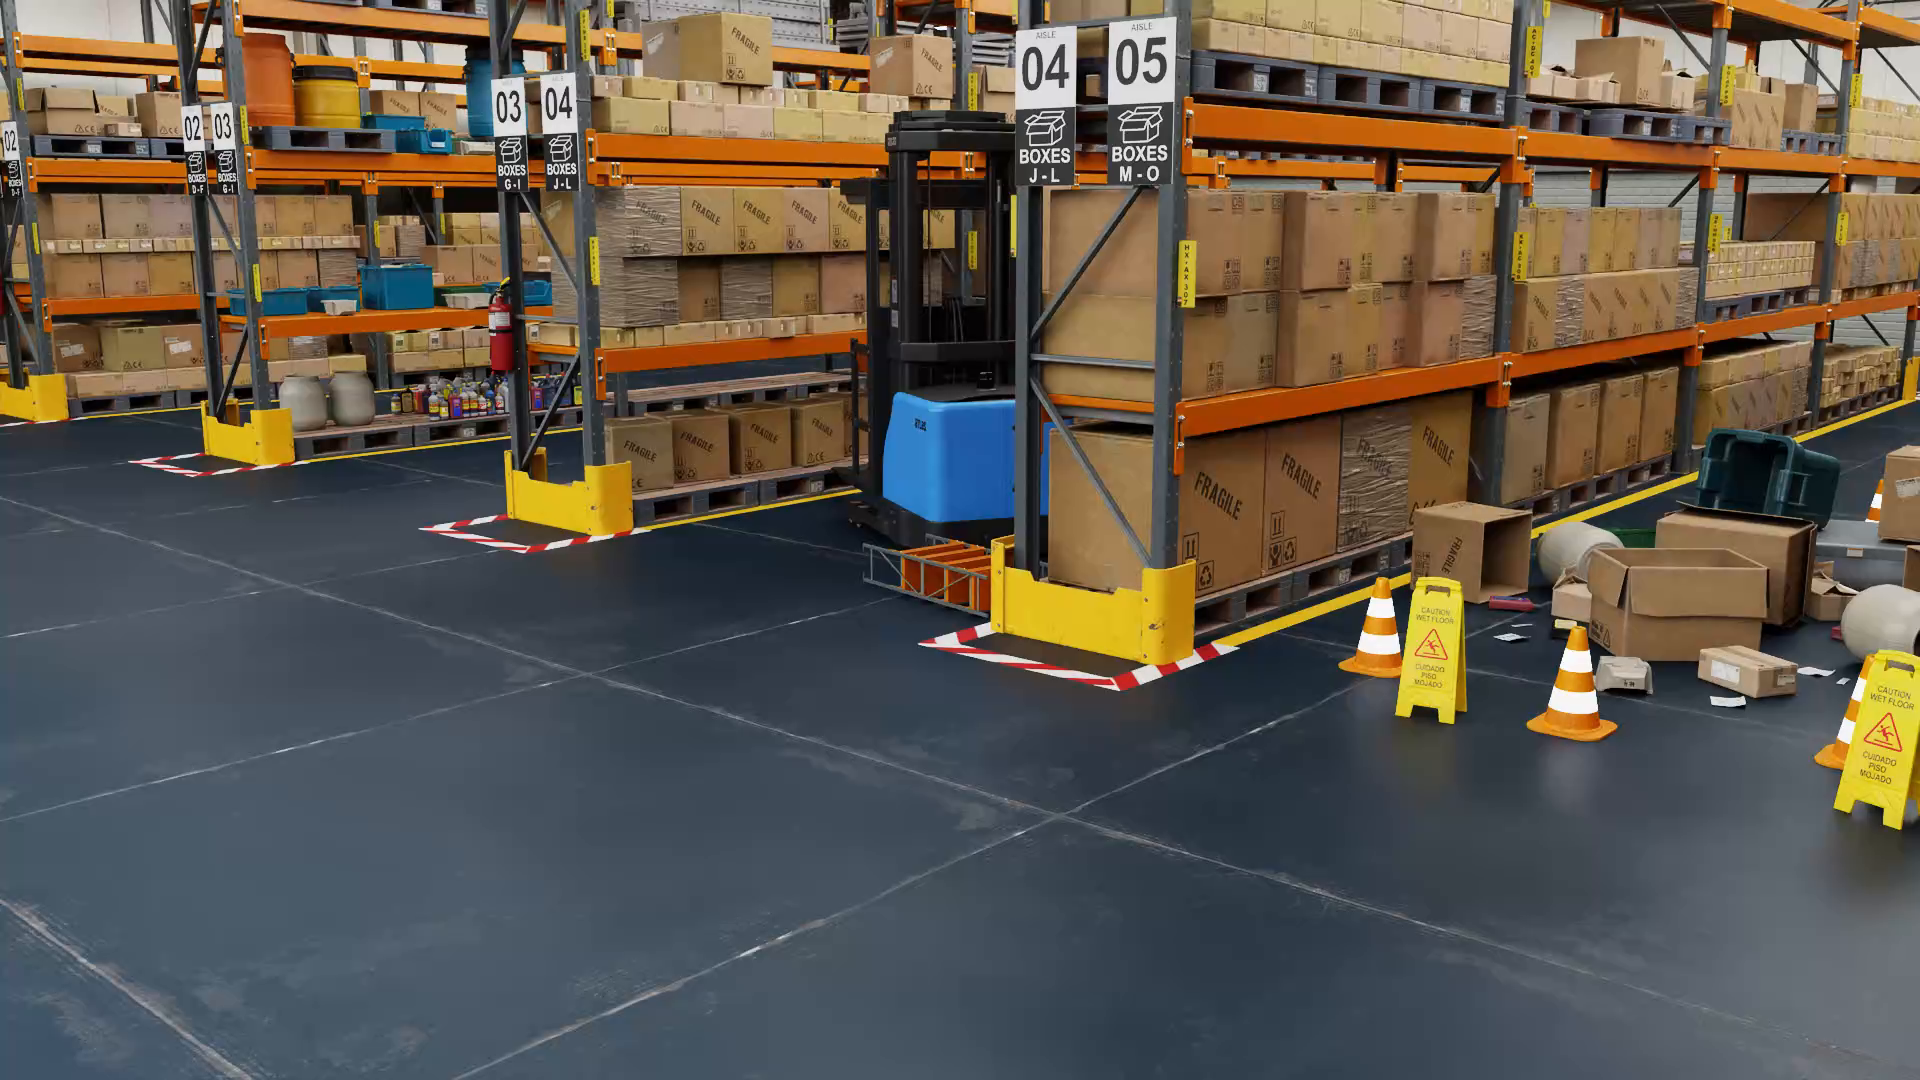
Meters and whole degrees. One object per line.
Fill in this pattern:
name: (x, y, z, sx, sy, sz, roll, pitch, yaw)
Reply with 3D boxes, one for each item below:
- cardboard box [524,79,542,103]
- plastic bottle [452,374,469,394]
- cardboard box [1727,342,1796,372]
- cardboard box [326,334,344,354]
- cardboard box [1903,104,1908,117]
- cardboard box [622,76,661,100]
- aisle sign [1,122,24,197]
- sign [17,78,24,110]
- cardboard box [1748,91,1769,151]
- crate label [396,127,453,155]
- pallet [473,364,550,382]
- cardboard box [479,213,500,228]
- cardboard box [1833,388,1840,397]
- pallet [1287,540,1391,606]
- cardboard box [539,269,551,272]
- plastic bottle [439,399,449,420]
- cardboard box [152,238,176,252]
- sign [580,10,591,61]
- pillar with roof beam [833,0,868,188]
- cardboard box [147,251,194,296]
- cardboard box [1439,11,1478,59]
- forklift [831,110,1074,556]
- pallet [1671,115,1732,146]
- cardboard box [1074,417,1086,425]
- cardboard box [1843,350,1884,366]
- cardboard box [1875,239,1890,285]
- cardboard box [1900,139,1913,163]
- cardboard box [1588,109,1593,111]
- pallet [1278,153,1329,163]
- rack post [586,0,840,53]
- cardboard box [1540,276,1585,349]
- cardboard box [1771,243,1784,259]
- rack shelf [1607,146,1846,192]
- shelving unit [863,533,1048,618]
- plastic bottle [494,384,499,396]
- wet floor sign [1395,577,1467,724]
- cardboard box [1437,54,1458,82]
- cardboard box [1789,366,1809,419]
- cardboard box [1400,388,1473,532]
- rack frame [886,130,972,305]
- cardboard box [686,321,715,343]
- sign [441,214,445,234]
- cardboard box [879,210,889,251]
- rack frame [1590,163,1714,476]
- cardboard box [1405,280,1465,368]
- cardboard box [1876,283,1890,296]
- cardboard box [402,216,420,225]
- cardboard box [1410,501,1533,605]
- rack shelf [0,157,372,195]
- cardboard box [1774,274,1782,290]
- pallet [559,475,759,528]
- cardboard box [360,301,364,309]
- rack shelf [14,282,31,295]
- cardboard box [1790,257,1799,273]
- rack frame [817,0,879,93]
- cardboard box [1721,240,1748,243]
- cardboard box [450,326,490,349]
cardboard box: (-2.998, -3.258, 12.073, 0.380, 0.149, 0.250, 10, 15, 40)
plastic bottle: (-5.277, -1.574, 17.575, 0.144, 0.351, 0.185, 10, 15, 40)
cardboard box: (7.982, -1.825, 16.587, 0.500, 0.250, 0.500, 11, 16, 43)
cardboard box: (-8.287, -2.652, 21.362, 0.500, 0.500, 0.500, 10, 15, 40)
cardboard box: (10.564, -4.889, 18.963, 0.380, 0.149, 0.250, 9, 15, 39)
cardboard box: (-2.348, -3.213, 11.848, 0.380, 0.149, 0.250, 10, 15, 42)
aisle sign: (-10.199, -4.091, 17.899, 0.394, 0.787, 0.004, 10, 15, 40)
sign: (-9.973, -4.731, 17.649, 0.100, 0.325, 0.005, 10, 15, 40)
cardboard box: (6.894, -3.749, 14.910, 0.500, 0.500, 0.500, 10, 15, 40)
crate label: (-5.184, -3.855, 16.076, 0.502, 0.251, 0.408, 10, 15, 40)
pallet: (-6.483, -2.380, 23.090, 1.003, 0.211, 1.213, 10, 15, 40)
cardboard box: (-7.981, -5.368, 27.946, 0.500, 0.250, 0.500, 9, 15, 40)
cardboard box: (9.416, -1.596, 18.250, 0.380, 0.149, 0.250, 10, 15, 40)
pallet: (1.987, 0.133, 10.507, 1.003, 0.211, 1.213, 10, 15, 40)
cardboard box: (-5.904, -3.724, 23.342, 0.250, 0.149, 0.380, -11, 16, -43)
plastic bottle: (-5.168, -1.310, 16.632, 0.097, 0.201, 0.097, 0, 11, 0)
cardboard box: (-9.285, -3.415, 19.238, 0.380, 0.149, 0.250, 9, 14, 38)
sign: (-2.539, -3.414, 11.254, 0.100, 0.325, 0.005, 10, 15, 40)
pillar with roof beam: (0.819, -8.754, 32.564, 9.100, 9.000, 0.548, 10, 15, 40)
cardboard box: (-9.393, -3.132, 19.478, 0.700, 0.500, 0.500, 10, 15, 41)
cardboard box: (2.886, -3.135, 10.386, 0.500, 0.250, 0.500, 10, 15, 40)
forklift: (-0.214, -1.552, 11.999, 1.130, 2.935, 3.031, -4, 12, -20)
pallet: (5.608, -3.382, 13.808, 1.213, 0.211, 1.003, 11, 16, 43)
cardboard box: (0.813, -1.400, 16.323, 0.700, 0.500, 0.500, 8, 14, 36)
cardboard box: (10.476, -2.110, 19.307, 0.380, 0.149, 0.250, 11, 15, 42)
cardboard box: (10.162, -3.155, 18.832, 0.500, 0.500, 0.500, 11, 16, 43)
cardboard box: (10.504, -4.431, 18.963, 0.500, 0.250, 0.500, 11, 15, 43)
cardboard box: (5.019, -3.606, 13.502, 0.500, 0.250, 0.500, 10, 15, 42)
pallet: (3.455, -4.406, 18.936, 1.003, 0.211, 1.213, 11, 16, 43)
rack post: (-2.792, -6.154, 19.036, 1.013, 1.000, 3.121, 10, 15, 40)
cardboard box: (4.235, -1.683, 12.222, 0.500, 0.500, 0.500, 10, 15, 41)
cardboard box: (7.828, -2.832, 16.282, 0.380, 0.149, 0.250, 9, 14, 39)
rack shelf: (7.313, -3.517, 15.842, 1.077, 0.370, 4.000, 10, 15, 40)
shelving unit: (-0.028, 0.199, 9.964, 0.503, 0.258, 1.200, -9, 14, -38)
plastic bottle: (-4.766, -1.479, 17.271, 0.061, 0.283, 0.133, 10, 15, 40)
wet floor sign: (2.180, 0.487, 7.627, 0.267, 0.644, 0.232, 7, 13, 31)
cardboard box: (2.848, -2.911, 10.285, 0.380, 0.149, 0.250, 10, 15, 41)
cardboard box: (8.334, -1.532, 17.034, 0.500, 0.500, 0.500, 9, 15, 39)
cardboard box: (2.885, -0.597, 11.395, 0.875, 0.875, 0.875, 10, 15, 41)
rack frame: (-0.307, -2.173, 14.931, 1.000, 3.000, 0.127, 10, 15, 40)
cardboard box: (-2.075, -1.581, 12.608, 0.380, 0.149, 0.250, 10, 15, 40)
sign: (-8.415, -5.143, 27.047, 0.100, 0.325, 0.005, 10, 15, 40)
cardboard box: (-0.726, -2.682, 13.915, 0.500, 0.500, 0.500, 10, 15, 40)
rack frame: (5.993, -2.105, 14.592, 1.000, 3.000, 0.127, 10, 15, 40)
cardboard box: (2.772, -1.450, 10.932, 0.875, 0.550, 0.550, 10, 15, 40)
cardboard box: (10.577, -2.928, 19.355, 0.380, 0.149, 0.250, 9, 14, 38)
cardboard box: (-9.034, -5.211, 27.107, 0.380, 0.149, 0.250, 7, 14, 33)
cardboard box: (3.099, 0.069, 10.083, 0.500, 0.500, 0.500, -9, 14, -38)
rack shelf: (-9.066, -4.278, 19.650, 1.077, 0.370, 4.000, 10, 15, 40)
cardboard box: (7.838, -2.539, 16.334, 0.380, 0.149, 0.250, 9, 14, 38)
pallet: (-2.334, -0.343, 12.889, 1.003, 0.211, 1.213, 10, 15, 40)
cardboard box: (-9.688, -3.852, 26.682, 0.500, 0.250, 0.500, 10, 15, 41)
rack shelf: (-12.789, -3.447, 23.147, 1.077, 0.370, 4.000, 10, 15, 40)
cardboard box: (8.180, -2.763, 16.697, 0.380, 0.149, 0.250, 11, 15, 43)
rack frame: (-1.387, -6.343, 20.496, 1.000, 3.000, 0.127, 10, 15, 40)
cardboard box: (8.028, -3.070, 17.472, 0.380, 0.149, 0.250, 11, 16, 43)
cardboard box: (-6.610, -2.764, 22.410, 0.500, 0.311, 0.500, 9, 14, 38)
